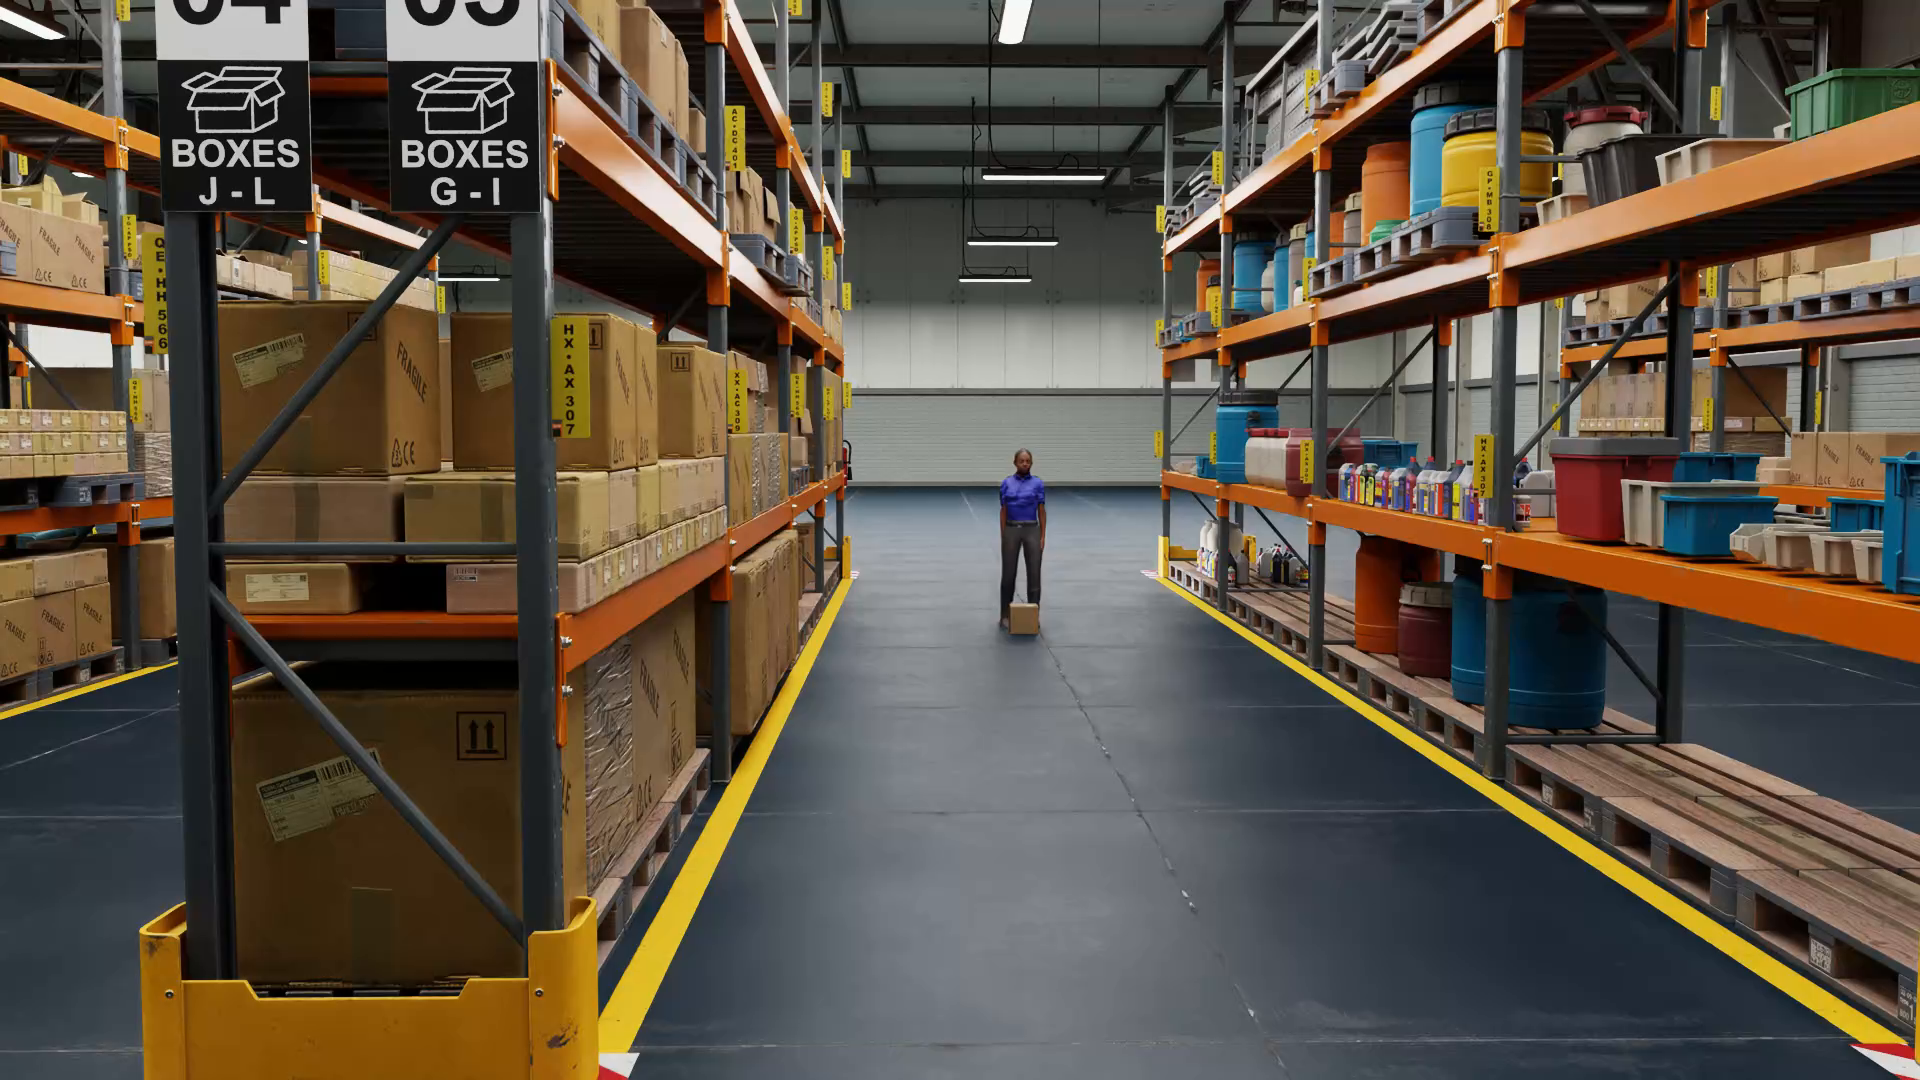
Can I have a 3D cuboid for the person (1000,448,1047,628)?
[{"bbox_3d":[0.585,-0.011,15.399,0.436,1.679,0.316,0,4,0],"label":"person"}]
